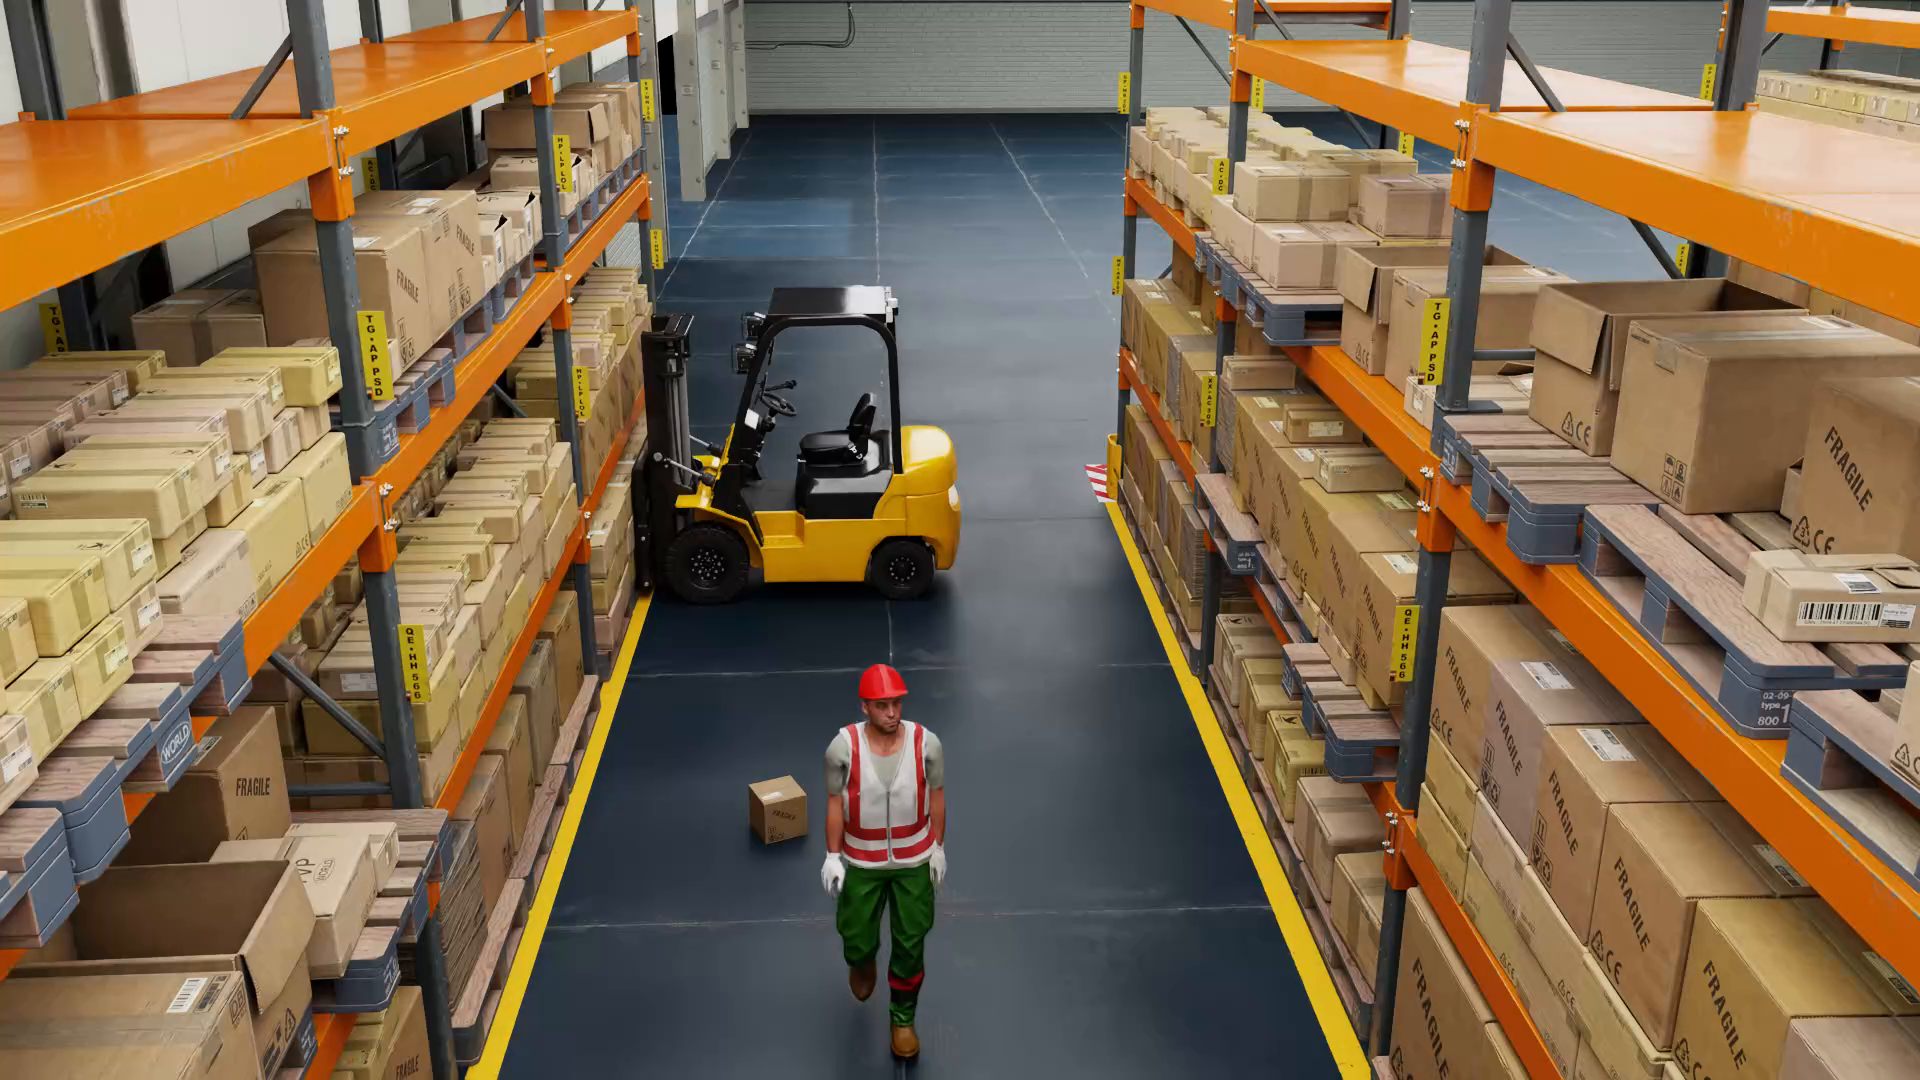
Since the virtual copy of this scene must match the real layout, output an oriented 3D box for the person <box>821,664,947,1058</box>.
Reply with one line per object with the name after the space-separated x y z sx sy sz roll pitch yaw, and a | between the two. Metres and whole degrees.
-0.330 1.370 7.251 0.556 1.775 0.575 -3 20 -7 | person
